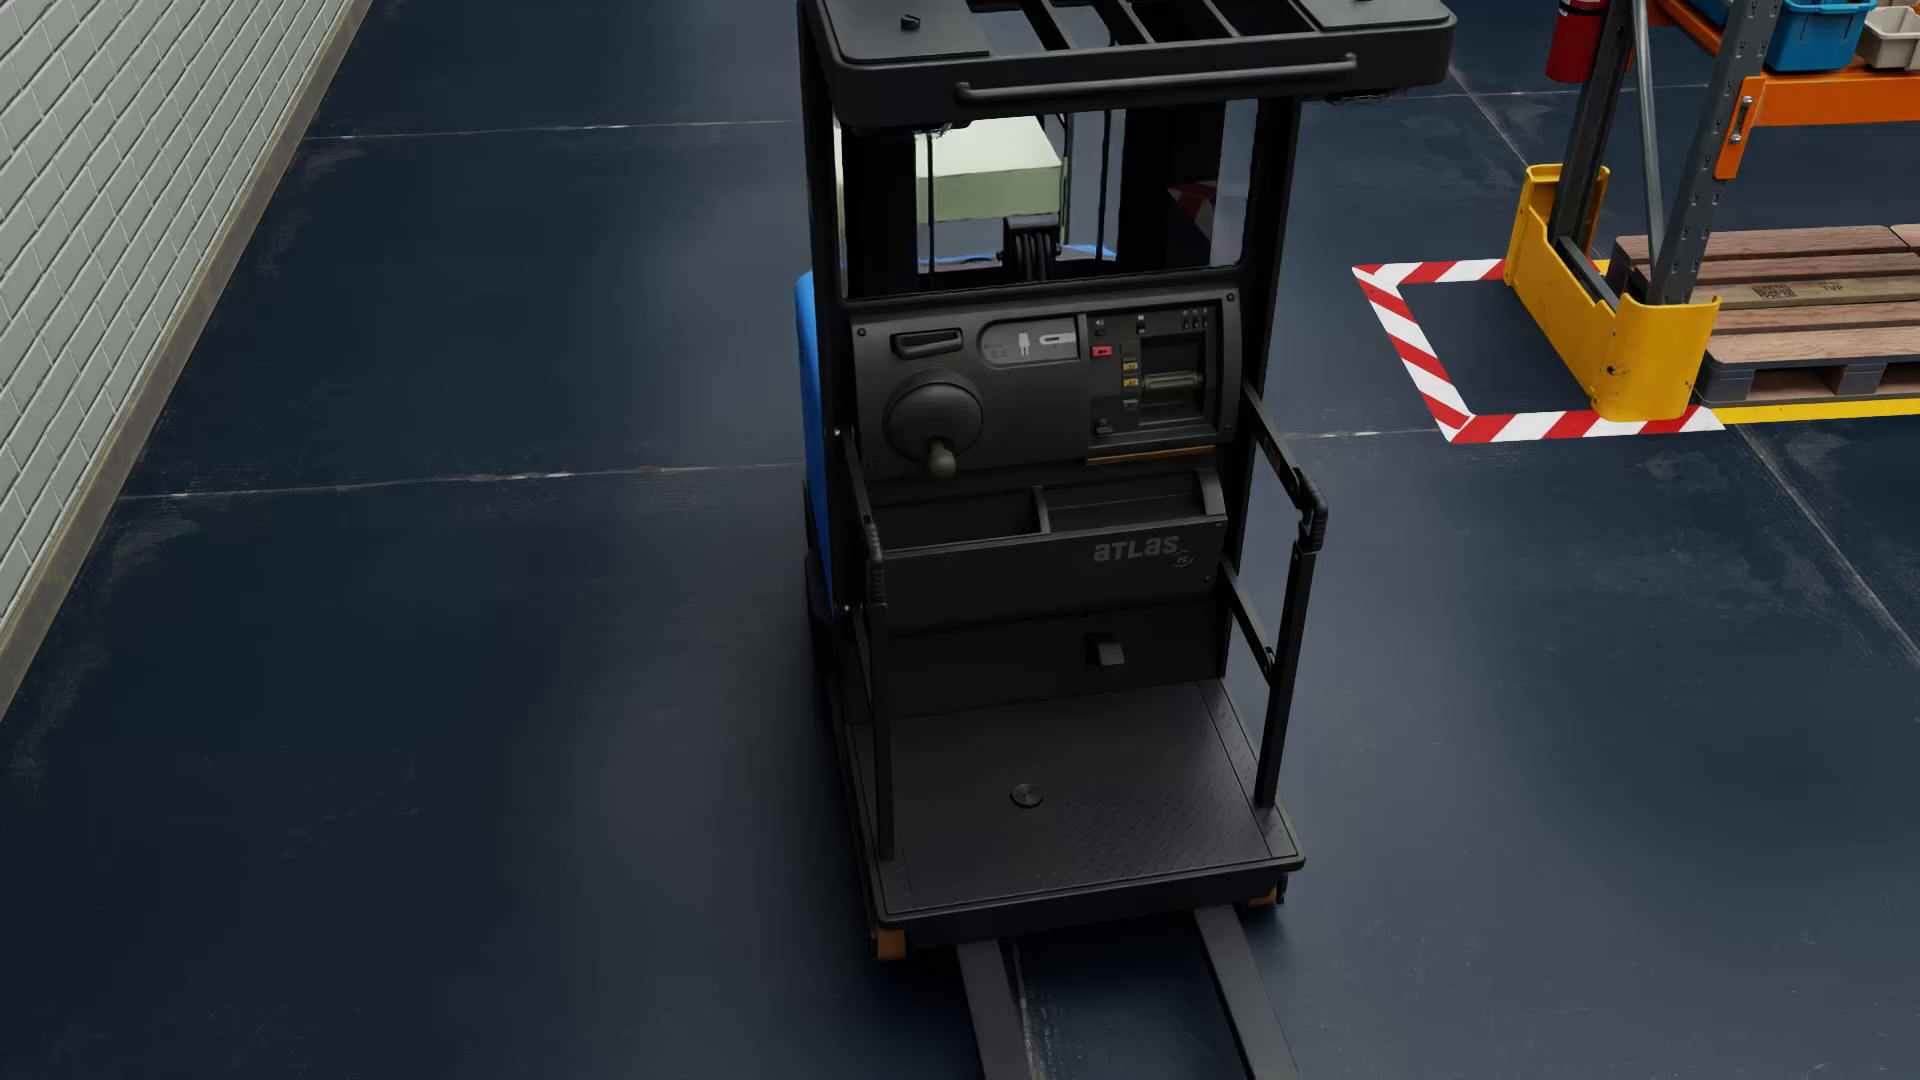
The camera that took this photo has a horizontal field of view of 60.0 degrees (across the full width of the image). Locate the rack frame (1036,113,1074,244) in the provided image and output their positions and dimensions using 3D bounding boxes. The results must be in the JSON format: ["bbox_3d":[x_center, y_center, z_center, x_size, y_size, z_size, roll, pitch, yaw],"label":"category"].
[{"bbox_3d":[0.297,-0.850,5.616,0.023,1.500,0.400,-7,39,-9],"label":"rack frame"}]

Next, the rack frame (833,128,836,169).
[{"bbox_3d":[-0.422,-0.763,5.507,0.023,1.500,0.400,-7,39,-9],"label":"rack frame"}]

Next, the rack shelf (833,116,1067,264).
[{"bbox_3d":[-0.063,-1.113,5.320,0.720,0.370,0.431,-7,39,-9],"label":"rack shelf"}]

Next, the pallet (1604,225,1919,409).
[{"bbox_3d":[3.409,-0.927,6.755,1.213,0.211,1.003,-3,38,-4],"label":"pallet"}]

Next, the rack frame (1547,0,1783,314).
[{"bbox_3d":[2.584,-2.000,5.864,0.127,3.000,1.000,-3,38,-4],"label":"rack frame"}]

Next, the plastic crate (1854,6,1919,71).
[{"bbox_3d":[3.186,-1.697,5.644,0.298,0.136,0.250,-3,38,-4],"label":"plastic crate"}]

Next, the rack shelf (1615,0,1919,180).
[{"bbox_3d":[4.576,-1.828,6.226,4.000,0.370,1.077,-3,38,-4],"label":"rack shelf"}]

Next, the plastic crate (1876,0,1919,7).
[{"bbox_3d":[3.380,-2.077,6.125,0.243,0.136,0.396,-3,38,-4],"label":"plastic crate"}]

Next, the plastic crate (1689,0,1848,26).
[{"bbox_3d":[2.901,-2.171,6.004,0.499,0.435,0.616,-3,38,-4],"label":"plastic crate"}]

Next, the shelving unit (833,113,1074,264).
[{"bbox_3d":[-0.063,-0.807,5.562,0.755,1.500,0.431,-7,39,-9],"label":"shelving unit"}]

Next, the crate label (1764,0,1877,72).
[{"bbox_3d":[2.859,-1.769,5.657,0.303,0.233,0.416,-3,38,-4],"label":"crate label"}]

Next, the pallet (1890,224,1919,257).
[{"bbox_3d":[4.621,-0.992,6.837,1.213,0.211,1.003,-3,38,-4],"label":"pallet"}]

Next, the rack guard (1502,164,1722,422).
[{"bbox_3d":[2.561,-1.010,6.626,0.348,0.500,1.175,-3,38,-4],"label":"rack guard"}]

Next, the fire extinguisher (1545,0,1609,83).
[{"bbox_3d":[2.393,-2.096,6.348,0.183,0.674,0.296,-3,38,-4],"label":"fire extinguisher"}]

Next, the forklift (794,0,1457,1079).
[{"bbox_3d":[0.253,-0.299,3.763,1.130,2.935,3.031,-7,39,-8],"label":"forklift"}]
